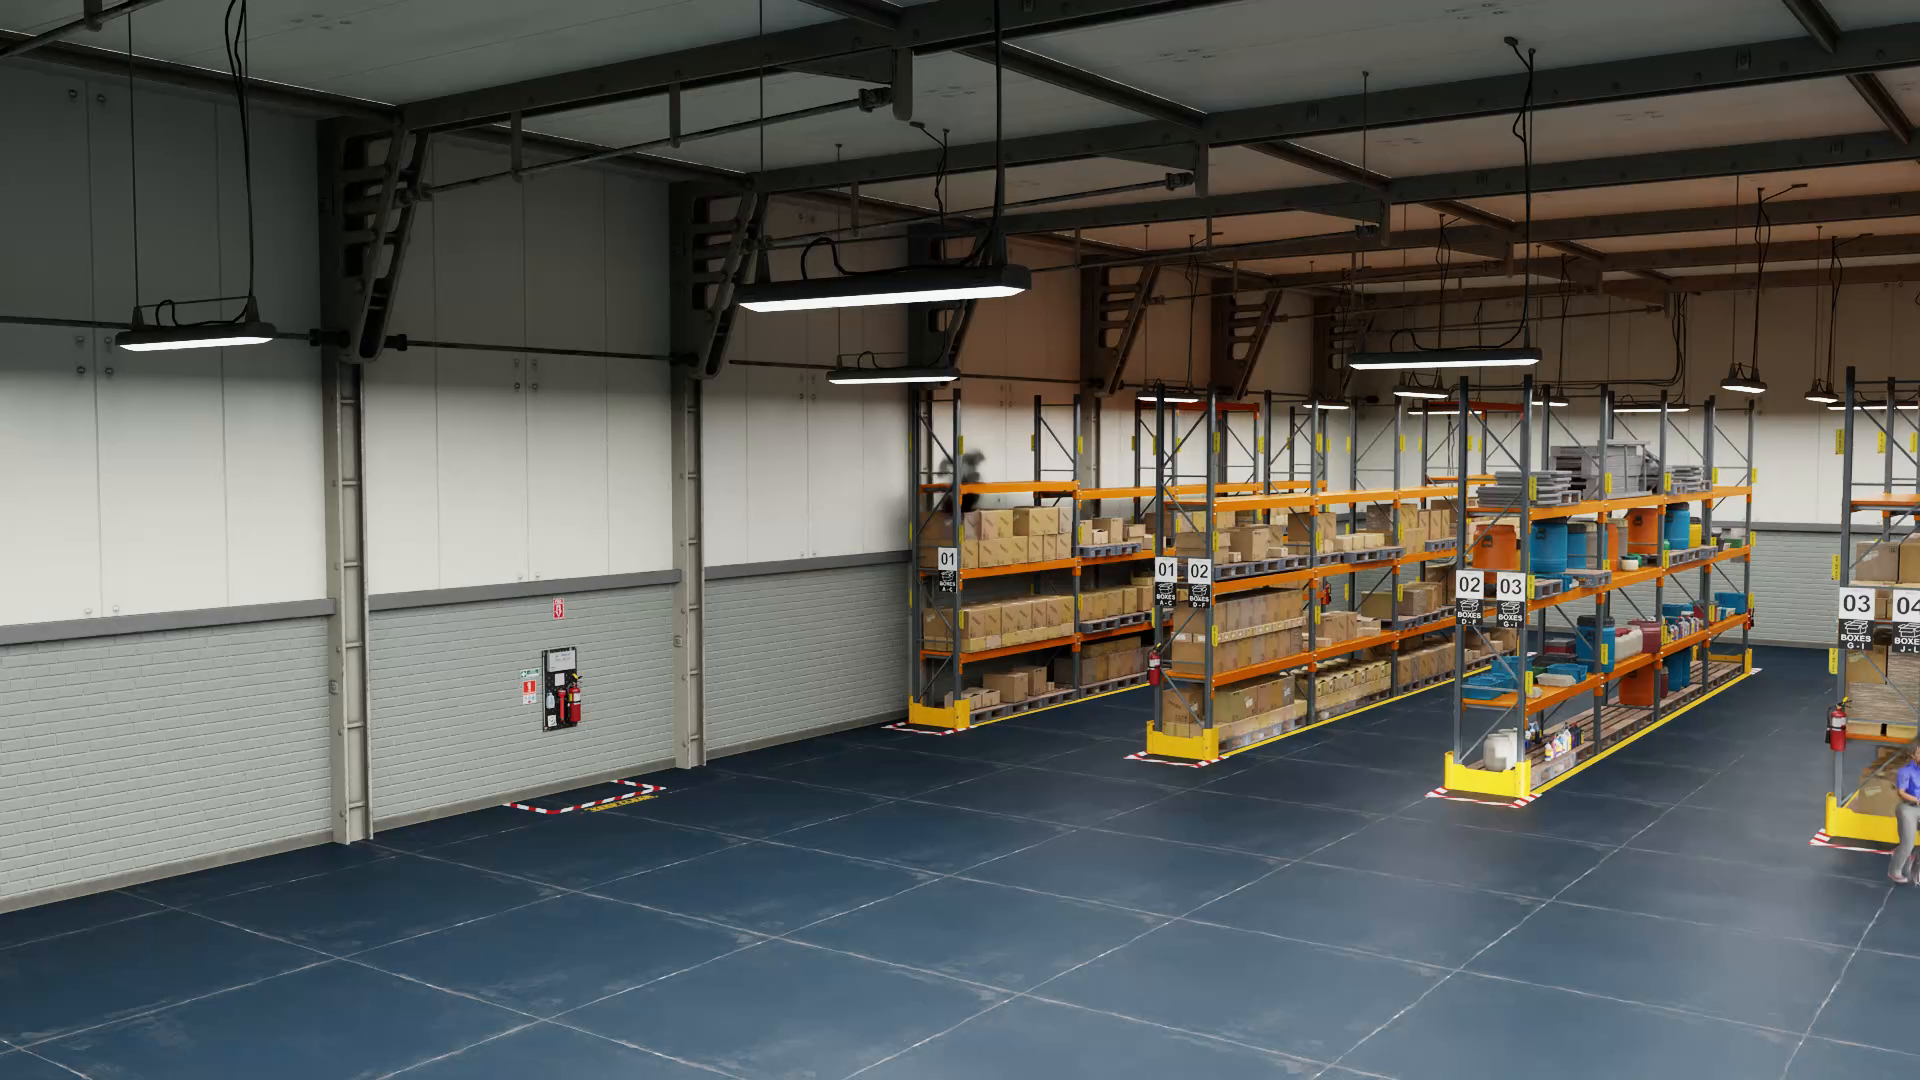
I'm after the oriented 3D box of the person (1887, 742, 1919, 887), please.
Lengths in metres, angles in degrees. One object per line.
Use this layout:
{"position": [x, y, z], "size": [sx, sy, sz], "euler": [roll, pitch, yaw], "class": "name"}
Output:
{"position": [10.844, 3.121, 18.801], "size": [0.598, 1.672, 0.672], "euler": [-1, 3, -15], "class": "person"}
